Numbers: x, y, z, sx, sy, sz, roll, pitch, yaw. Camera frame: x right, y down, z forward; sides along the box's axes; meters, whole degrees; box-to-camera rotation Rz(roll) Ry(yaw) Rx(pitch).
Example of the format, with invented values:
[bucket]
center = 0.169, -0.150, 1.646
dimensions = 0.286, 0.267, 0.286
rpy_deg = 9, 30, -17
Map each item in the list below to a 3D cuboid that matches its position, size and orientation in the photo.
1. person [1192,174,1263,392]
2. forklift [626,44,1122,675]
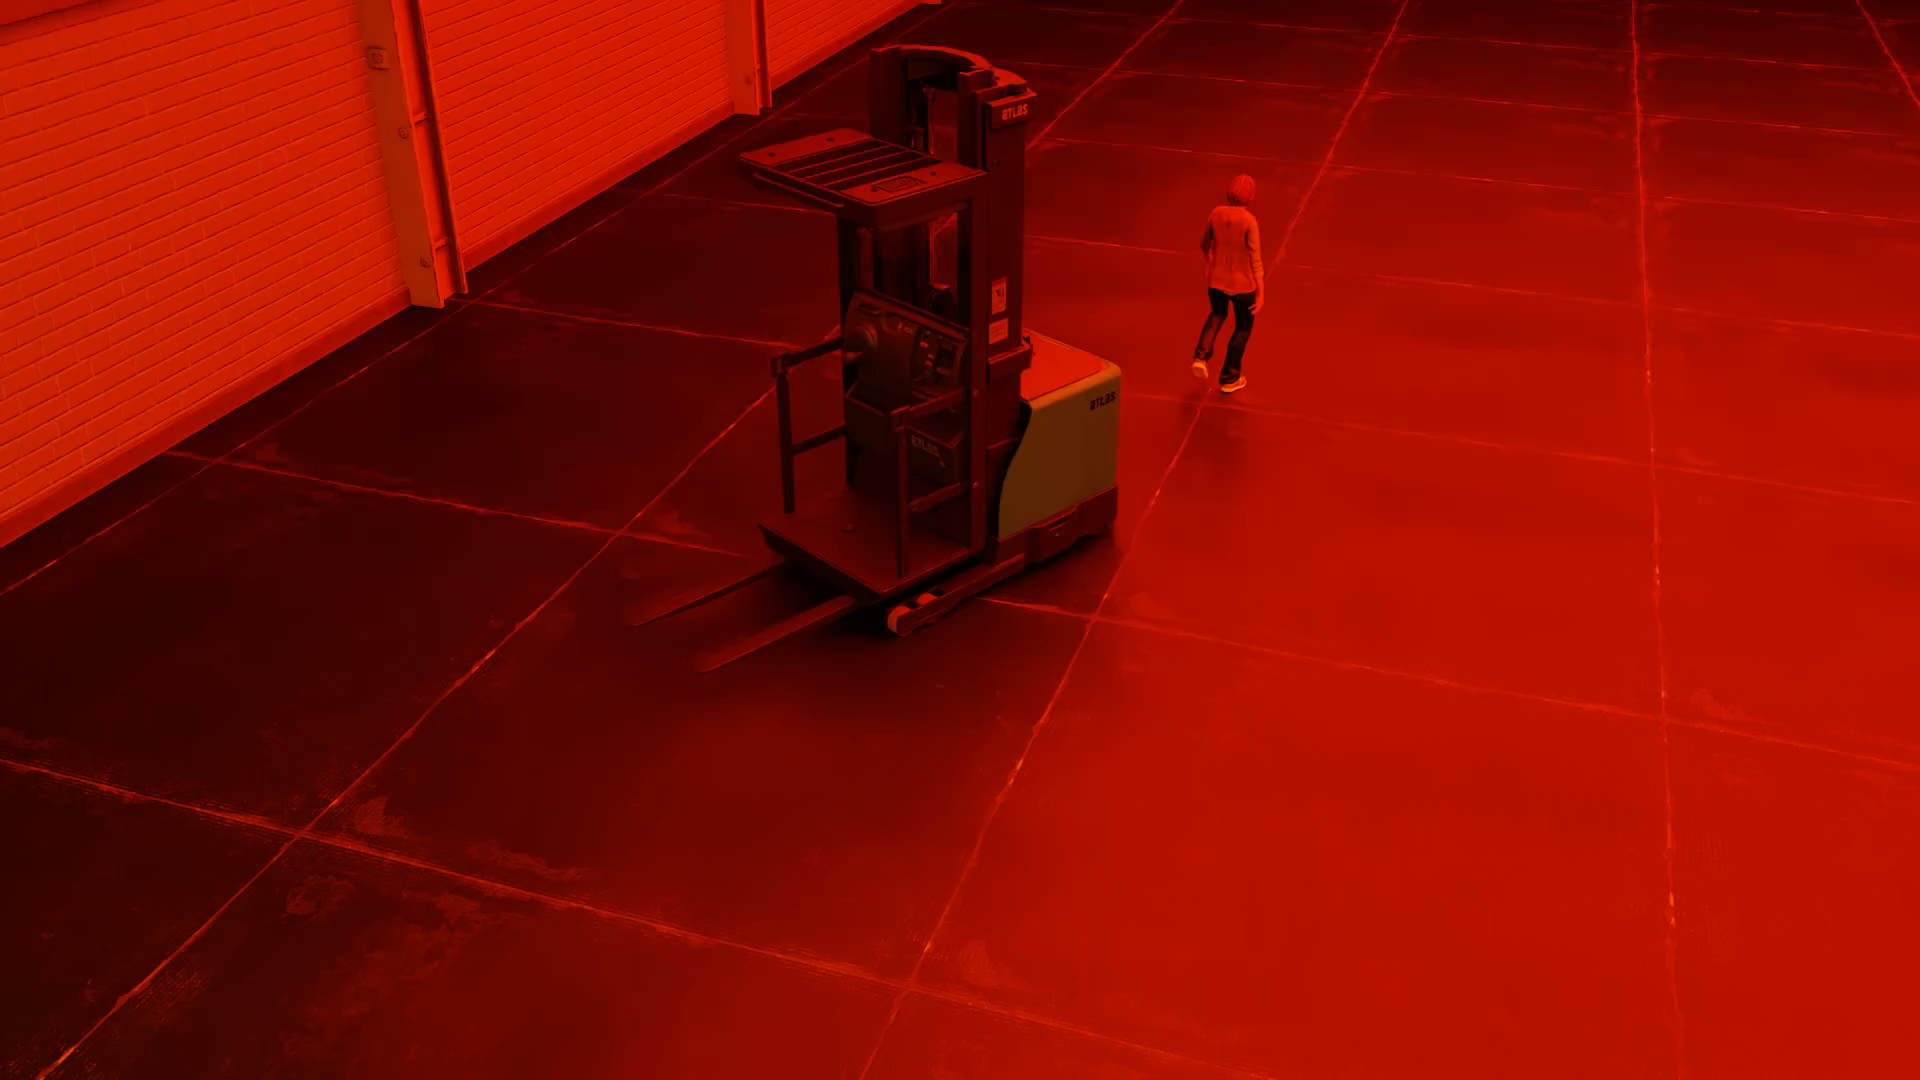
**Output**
[person]
center = 1.886, -1.773, 11.619
dimensions = 0.600, 1.578, 0.443
rpy_deg = 21, 36, 33
[forklift]
center = -0.456, -1.033, 8.949
dimensions = 3.031, 2.935, 1.130
rpy_deg = -25, 38, -37
